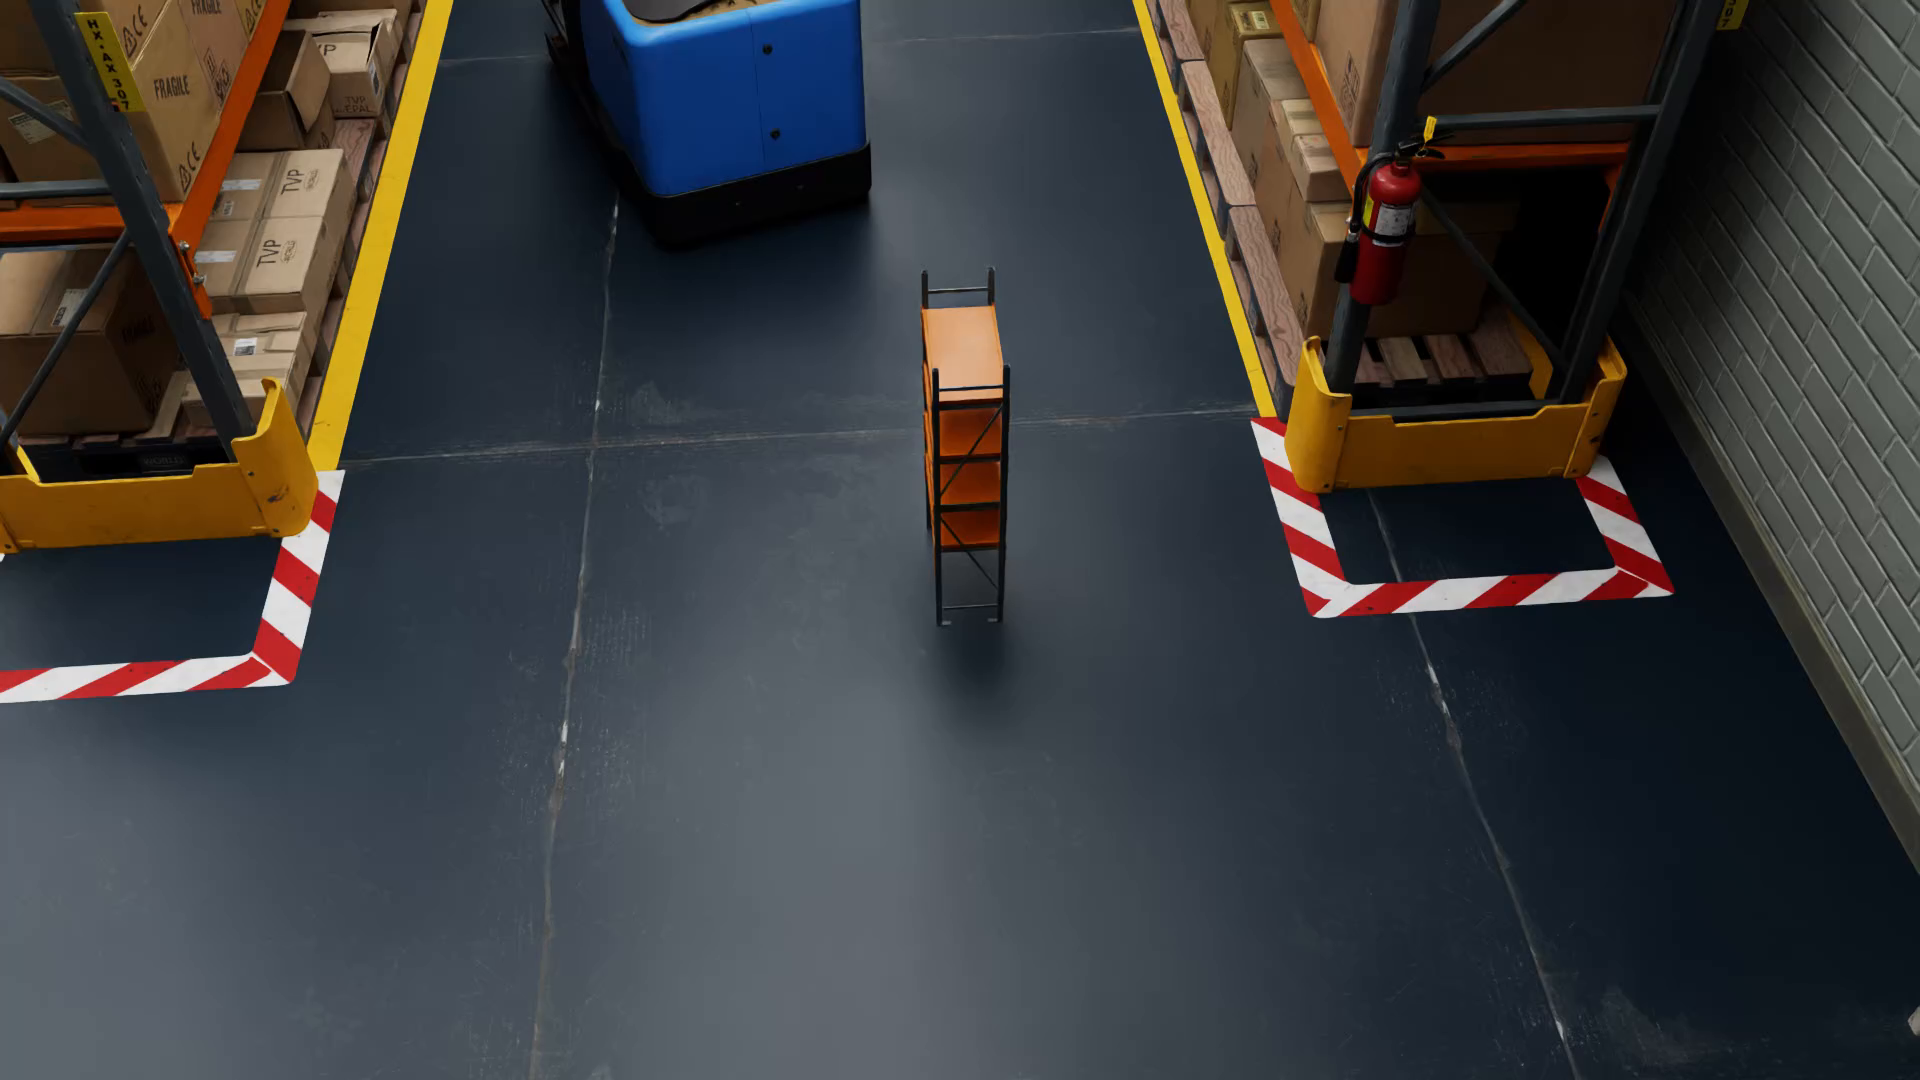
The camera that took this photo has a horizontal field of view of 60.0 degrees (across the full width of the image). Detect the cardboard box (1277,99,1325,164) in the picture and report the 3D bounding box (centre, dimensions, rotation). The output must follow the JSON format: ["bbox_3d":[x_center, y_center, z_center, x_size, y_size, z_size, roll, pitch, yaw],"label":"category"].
[{"bbox_3d":[1.505,-1.660,6.742,0.380,0.149,0.250,-2,47,-2],"label":"cardboard box"}]

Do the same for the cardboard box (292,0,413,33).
[{"bbox_3d":[-3.062,-2.872,8.323,0.500,0.500,0.500,-3,47,-3],"label":"cardboard box"}]

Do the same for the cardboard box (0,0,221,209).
[{"bbox_3d":[-2.832,-1.453,5.491,0.500,0.500,0.500,-3,47,-2],"label":"cardboard box"}]

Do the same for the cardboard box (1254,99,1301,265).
[{"bbox_3d":[1.678,-1.532,7.068,0.700,0.500,0.500,-4,47,-3],"label":"cardboard box"}]

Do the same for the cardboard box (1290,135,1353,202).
[{"bbox_3d":[1.528,-1.475,6.567,0.380,0.149,0.250,-4,47,-4],"label":"cardboard box"}]

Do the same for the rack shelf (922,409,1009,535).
[{"bbox_3d":[0.014,-0.247,5.750,0.258,0.148,0.480,-3,47,-3],"label":"rack shelf"}]

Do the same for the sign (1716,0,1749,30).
[{"bbox_3d":[2.432,-1.739,5.180,0.100,0.325,0.005,-3,47,-3],"label":"sign"}]

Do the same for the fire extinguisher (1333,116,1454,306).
[{"bbox_3d":[1.431,-1.093,5.529,0.296,0.674,0.183,-3,47,-3],"label":"fire extinguisher"}]

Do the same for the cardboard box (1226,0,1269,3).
[{"bbox_3d":[1.394,-2.603,7.635,0.380,0.149,0.250,-5,47,-4],"label":"cardboard box"}]

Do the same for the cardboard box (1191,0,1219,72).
[{"bbox_3d":[1.542,-2.653,8.129,0.700,0.500,0.500,-4,47,-4],"label":"cardboard box"}]

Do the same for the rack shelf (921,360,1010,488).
[{"bbox_3d":[0.014,-0.400,5.587,0.258,0.148,0.480,-3,47,-3],"label":"rack shelf"}]

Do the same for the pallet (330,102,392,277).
[{"bbox_3d":[-3.231,-1.635,7.653,1.003,0.211,1.213,-3,47,-3],"label":"pallet"}]

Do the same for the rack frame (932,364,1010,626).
[{"bbox_3d":[0.034,-0.116,5.534,0.240,1.200,0.015,-3,47,-3],"label":"rack frame"}]

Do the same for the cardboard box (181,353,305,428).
[{"bbox_3d":[-2.750,-0.576,6.390,0.380,0.149,0.250,-3,47,-3],"label":"cardboard box"}]

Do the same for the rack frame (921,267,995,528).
[{"bbox_3d":[-0.007,-0.469,5.868,0.240,1.200,0.015,-3,47,-3],"label":"rack frame"}]

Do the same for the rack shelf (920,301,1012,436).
[{"bbox_3d":[0.014,-0.563,5.416,0.258,0.148,0.480,-3,47,-3],"label":"rack shelf"}]

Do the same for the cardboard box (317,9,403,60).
[{"bbox_3d":[-2.971,-2.484,8.197,0.380,0.149,0.250,-3,47,-3],"label":"cardboard box"}]

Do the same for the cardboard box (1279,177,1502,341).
[{"bbox_3d":[1.720,-1.170,6.725,0.700,0.500,0.500,-3,47,-3],"label":"cardboard box"}]

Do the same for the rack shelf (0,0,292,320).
[{"bbox_3d":[-3.225,-2.281,6.840,1.077,0.370,4.000,-3,47,-3],"label":"rack shelf"}]

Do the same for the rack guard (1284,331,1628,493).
[{"bbox_3d":[1.880,-0.508,6.387,1.175,0.500,0.348,-3,47,-3],"label":"rack guard"}]

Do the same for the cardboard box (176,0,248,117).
[{"bbox_3d":[-2.881,-1.826,5.844,0.500,0.500,0.500,-4,47,-4],"label":"cardboard box"}]

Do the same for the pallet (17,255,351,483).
[{"bbox_3d":[-3.132,-0.754,6.819,1.003,0.211,1.213,-3,47,-3],"label":"pallet"}]

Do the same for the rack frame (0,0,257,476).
[{"bbox_3d":[-3.058,-1.081,5.208,1.000,3.000,0.127,-3,47,-3],"label":"rack frame"}]

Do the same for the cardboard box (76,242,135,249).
[{"bbox_3d":[-3.398,-1.355,7.058,0.500,0.250,0.500,-3,47,-3],"label":"cardboard box"}]

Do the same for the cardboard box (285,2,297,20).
[{"bbox_3d":[-3.573,-2.885,8.465,0.500,0.311,0.500,-3,47,-3],"label":"cardboard box"}]

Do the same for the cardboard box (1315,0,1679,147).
[{"bbox_3d":[1.825,-1.856,5.736,0.980,0.700,0.700,-2,47,-1],"label":"cardboard box"}]

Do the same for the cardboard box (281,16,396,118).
[{"bbox_3d":[-3.000,-2.264,7.877,0.500,0.311,0.500,-3,47,-3],"label":"cardboard box"}]

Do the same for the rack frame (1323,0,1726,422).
[{"bbox_3d":[1.878,-1.385,5.496,1.000,3.000,0.127,-3,47,-3],"label":"rack frame"}]

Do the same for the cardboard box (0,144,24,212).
[{"bbox_3d":[-3.367,-1.423,5.463,0.500,0.500,0.500,-2,47,-2],"label":"cardboard box"}]

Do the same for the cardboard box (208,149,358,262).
[{"bbox_3d":[-2.904,-1.421,7.121,0.500,0.250,0.500,-3,47,-3],"label":"cardboard box"}]

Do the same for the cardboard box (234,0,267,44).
[{"bbox_3d":[-2.920,-2.189,6.188,0.500,0.500,0.500,-4,47,-3],"label":"cardboard box"}]

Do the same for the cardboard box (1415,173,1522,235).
[{"bbox_3d":[1.930,-1.315,6.415,0.380,0.149,0.250,-3,47,-3],"label":"cardboard box"}]

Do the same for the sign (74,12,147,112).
[{"bbox_3d":[-2.517,-1.412,4.925,0.100,0.325,0.005,-3,47,-3],"label":"sign"}]

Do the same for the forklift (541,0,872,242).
[{"bbox_3d":[-1.466,-3.419,7.470,1.130,2.935,3.031,-18,49,-16],"label":"forklift"}]

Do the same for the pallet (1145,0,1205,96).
[{"bbox_3d":[1.529,-2.765,8.723,1.003,0.211,1.213,-3,47,-3],"label":"pallet"}]

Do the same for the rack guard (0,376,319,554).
[{"bbox_3d":[-3.064,-0.277,6.168,1.175,0.500,0.348,-3,47,-3],"label":"rack guard"}]

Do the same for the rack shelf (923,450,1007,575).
[{"bbox_3d":[0.014,-0.110,5.894,0.258,0.148,0.480,-3,47,-3],"label":"rack shelf"}]

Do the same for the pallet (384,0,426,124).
[{"bbox_3d":[-3.336,-2.519,8.491,1.003,0.211,1.213,-3,47,-3],"label":"pallet"}]

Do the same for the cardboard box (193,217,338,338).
[{"bbox_3d":[-2.863,-1.059,6.778,0.500,0.250,0.500,-3,47,-3],"label":"cardboard box"}]

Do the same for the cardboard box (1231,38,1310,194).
[{"bbox_3d":[1.635,-1.896,7.412,0.700,0.500,0.500,-5,47,-5],"label":"cardboard box"}]

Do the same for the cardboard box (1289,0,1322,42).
[{"bbox_3d":[1.753,-2.382,6.234,0.980,0.700,0.700,-4,47,-4],"label":"cardboard box"}]

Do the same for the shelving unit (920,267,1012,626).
[{"bbox_3d":[0.014,-0.293,5.701,0.258,1.200,0.503,-3,47,-3],"label":"shelving unit"}]

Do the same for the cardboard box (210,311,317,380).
[{"bbox_3d":[-2.771,-0.763,6.555,0.380,0.166,0.250,-3,47,-3],"label":"cardboard box"}]

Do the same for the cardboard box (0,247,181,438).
[{"bbox_3d":[-3.349,-0.751,6.314,0.500,0.500,0.500,-3,47,-3],"label":"cardboard box"}]

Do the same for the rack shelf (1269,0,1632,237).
[{"bbox_3d":[1.711,-2.585,7.127,1.077,0.370,4.000,-3,47,-3],"label":"rack shelf"}]

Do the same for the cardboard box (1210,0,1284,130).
[{"bbox_3d":[1.583,-2.281,7.777,0.700,0.500,0.500,-3,47,-2],"label":"cardboard box"}]

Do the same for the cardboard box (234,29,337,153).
[{"bbox_3d":[-3.230,-1.909,7.408,0.797,0.503,0.637,-3,47,-3],"label":"cardboard box"}]

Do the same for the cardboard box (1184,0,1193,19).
[{"bbox_3d":[1.504,-3.017,8.473,0.700,0.500,0.500,-3,47,-3],"label":"cardboard box"}]

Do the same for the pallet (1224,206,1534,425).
[{"bbox_3d":[1.733,-1.000,7.052,1.003,0.211,1.213,-3,47,-3],"label":"pallet"}]

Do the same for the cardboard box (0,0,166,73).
[{"bbox_3d":[-2.832,-1.796,5.128,0.500,0.500,0.500,-2,47,-2],"label":"cardboard box"}]

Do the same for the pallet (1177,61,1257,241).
[{"bbox_3d":[1.634,-1.880,7.886,1.003,0.211,1.213,-3,47,-3],"label":"pallet"}]
